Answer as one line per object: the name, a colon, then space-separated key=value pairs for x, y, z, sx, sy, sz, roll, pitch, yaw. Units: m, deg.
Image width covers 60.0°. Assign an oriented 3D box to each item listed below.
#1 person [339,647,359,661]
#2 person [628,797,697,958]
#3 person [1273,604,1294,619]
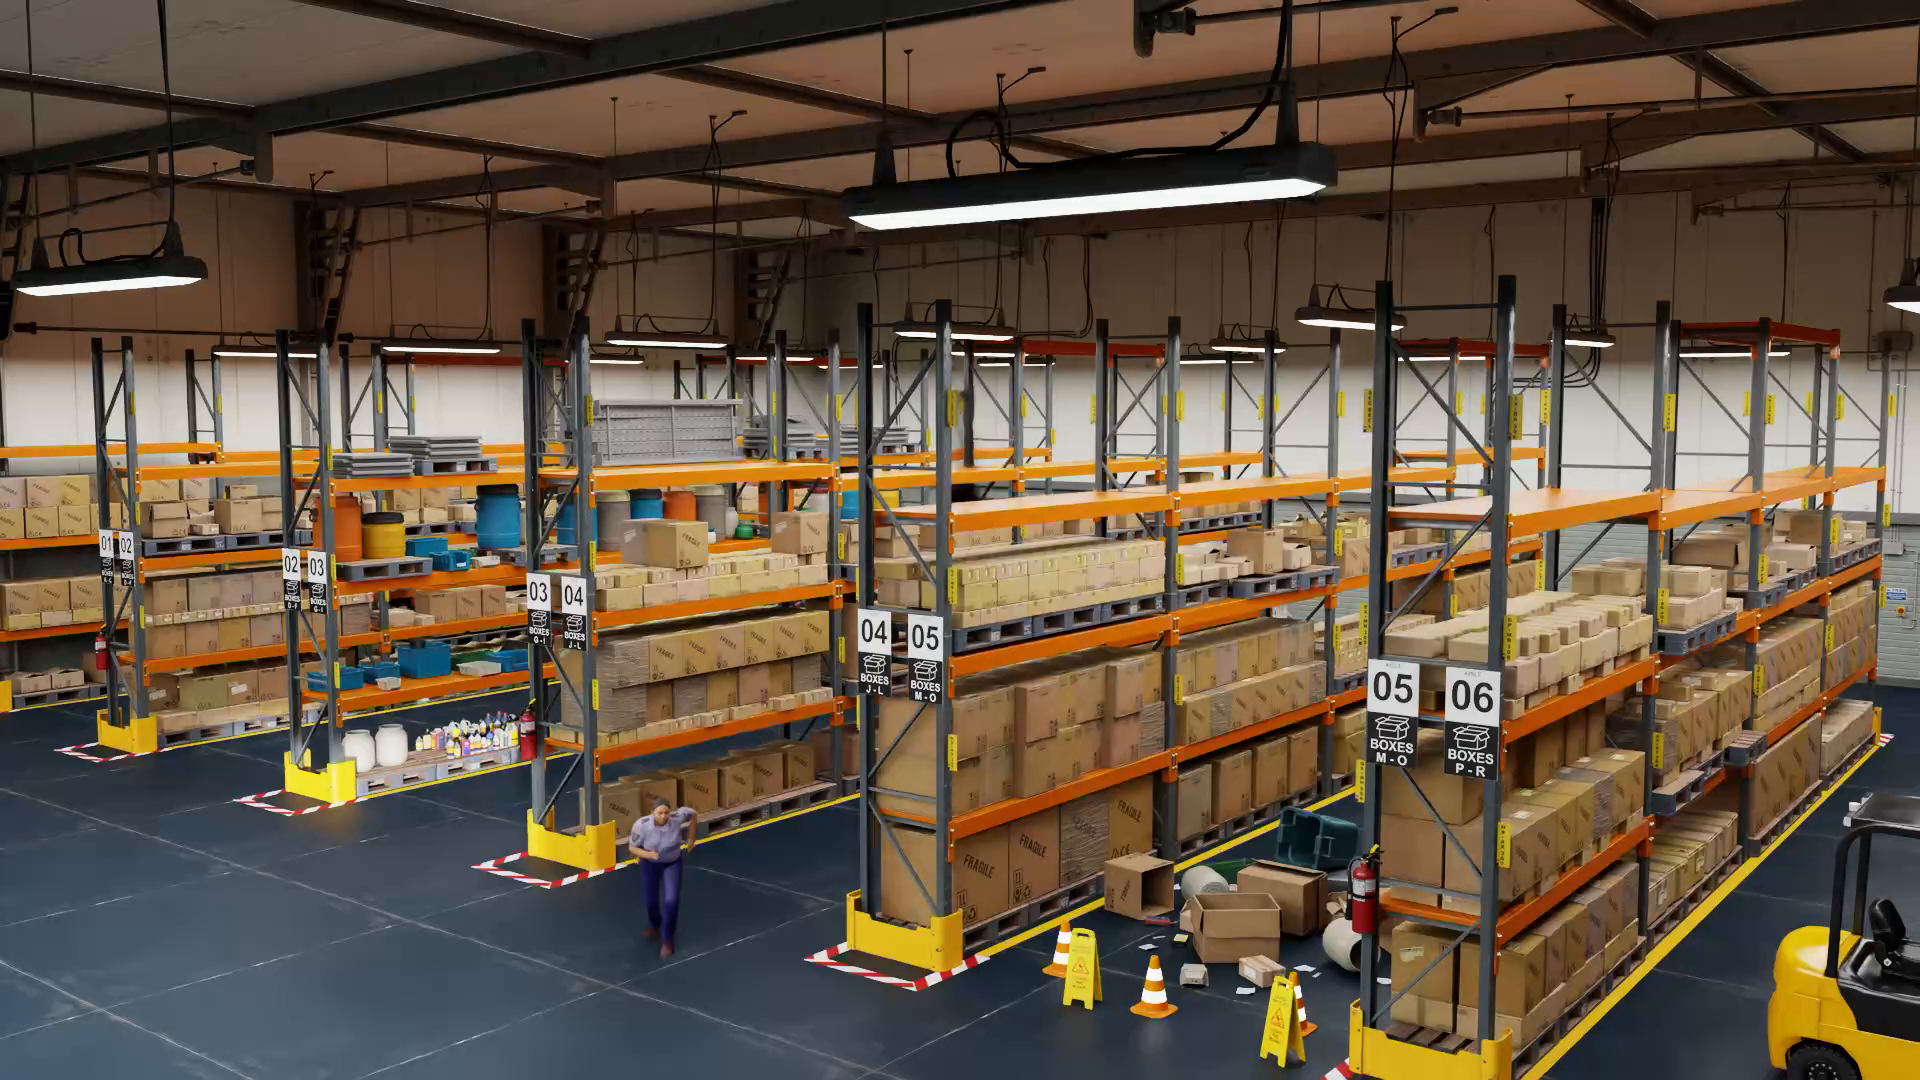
person: x=-11.167 y=1.761 z=30.083 sx=0.693 sy=1.590 sz=0.827 roll=1 pitch=5 yaw=11
person: x=-2.757 y=3.085 z=15.448 sx=0.645 sy=1.575 sz=0.954 roll=-1 pitch=5 yaw=-14
person: x=6.127 y=1.529 z=31.815 sx=0.646 sy=1.716 sz=0.488 roll=-2 pitch=5 yaw=-21
